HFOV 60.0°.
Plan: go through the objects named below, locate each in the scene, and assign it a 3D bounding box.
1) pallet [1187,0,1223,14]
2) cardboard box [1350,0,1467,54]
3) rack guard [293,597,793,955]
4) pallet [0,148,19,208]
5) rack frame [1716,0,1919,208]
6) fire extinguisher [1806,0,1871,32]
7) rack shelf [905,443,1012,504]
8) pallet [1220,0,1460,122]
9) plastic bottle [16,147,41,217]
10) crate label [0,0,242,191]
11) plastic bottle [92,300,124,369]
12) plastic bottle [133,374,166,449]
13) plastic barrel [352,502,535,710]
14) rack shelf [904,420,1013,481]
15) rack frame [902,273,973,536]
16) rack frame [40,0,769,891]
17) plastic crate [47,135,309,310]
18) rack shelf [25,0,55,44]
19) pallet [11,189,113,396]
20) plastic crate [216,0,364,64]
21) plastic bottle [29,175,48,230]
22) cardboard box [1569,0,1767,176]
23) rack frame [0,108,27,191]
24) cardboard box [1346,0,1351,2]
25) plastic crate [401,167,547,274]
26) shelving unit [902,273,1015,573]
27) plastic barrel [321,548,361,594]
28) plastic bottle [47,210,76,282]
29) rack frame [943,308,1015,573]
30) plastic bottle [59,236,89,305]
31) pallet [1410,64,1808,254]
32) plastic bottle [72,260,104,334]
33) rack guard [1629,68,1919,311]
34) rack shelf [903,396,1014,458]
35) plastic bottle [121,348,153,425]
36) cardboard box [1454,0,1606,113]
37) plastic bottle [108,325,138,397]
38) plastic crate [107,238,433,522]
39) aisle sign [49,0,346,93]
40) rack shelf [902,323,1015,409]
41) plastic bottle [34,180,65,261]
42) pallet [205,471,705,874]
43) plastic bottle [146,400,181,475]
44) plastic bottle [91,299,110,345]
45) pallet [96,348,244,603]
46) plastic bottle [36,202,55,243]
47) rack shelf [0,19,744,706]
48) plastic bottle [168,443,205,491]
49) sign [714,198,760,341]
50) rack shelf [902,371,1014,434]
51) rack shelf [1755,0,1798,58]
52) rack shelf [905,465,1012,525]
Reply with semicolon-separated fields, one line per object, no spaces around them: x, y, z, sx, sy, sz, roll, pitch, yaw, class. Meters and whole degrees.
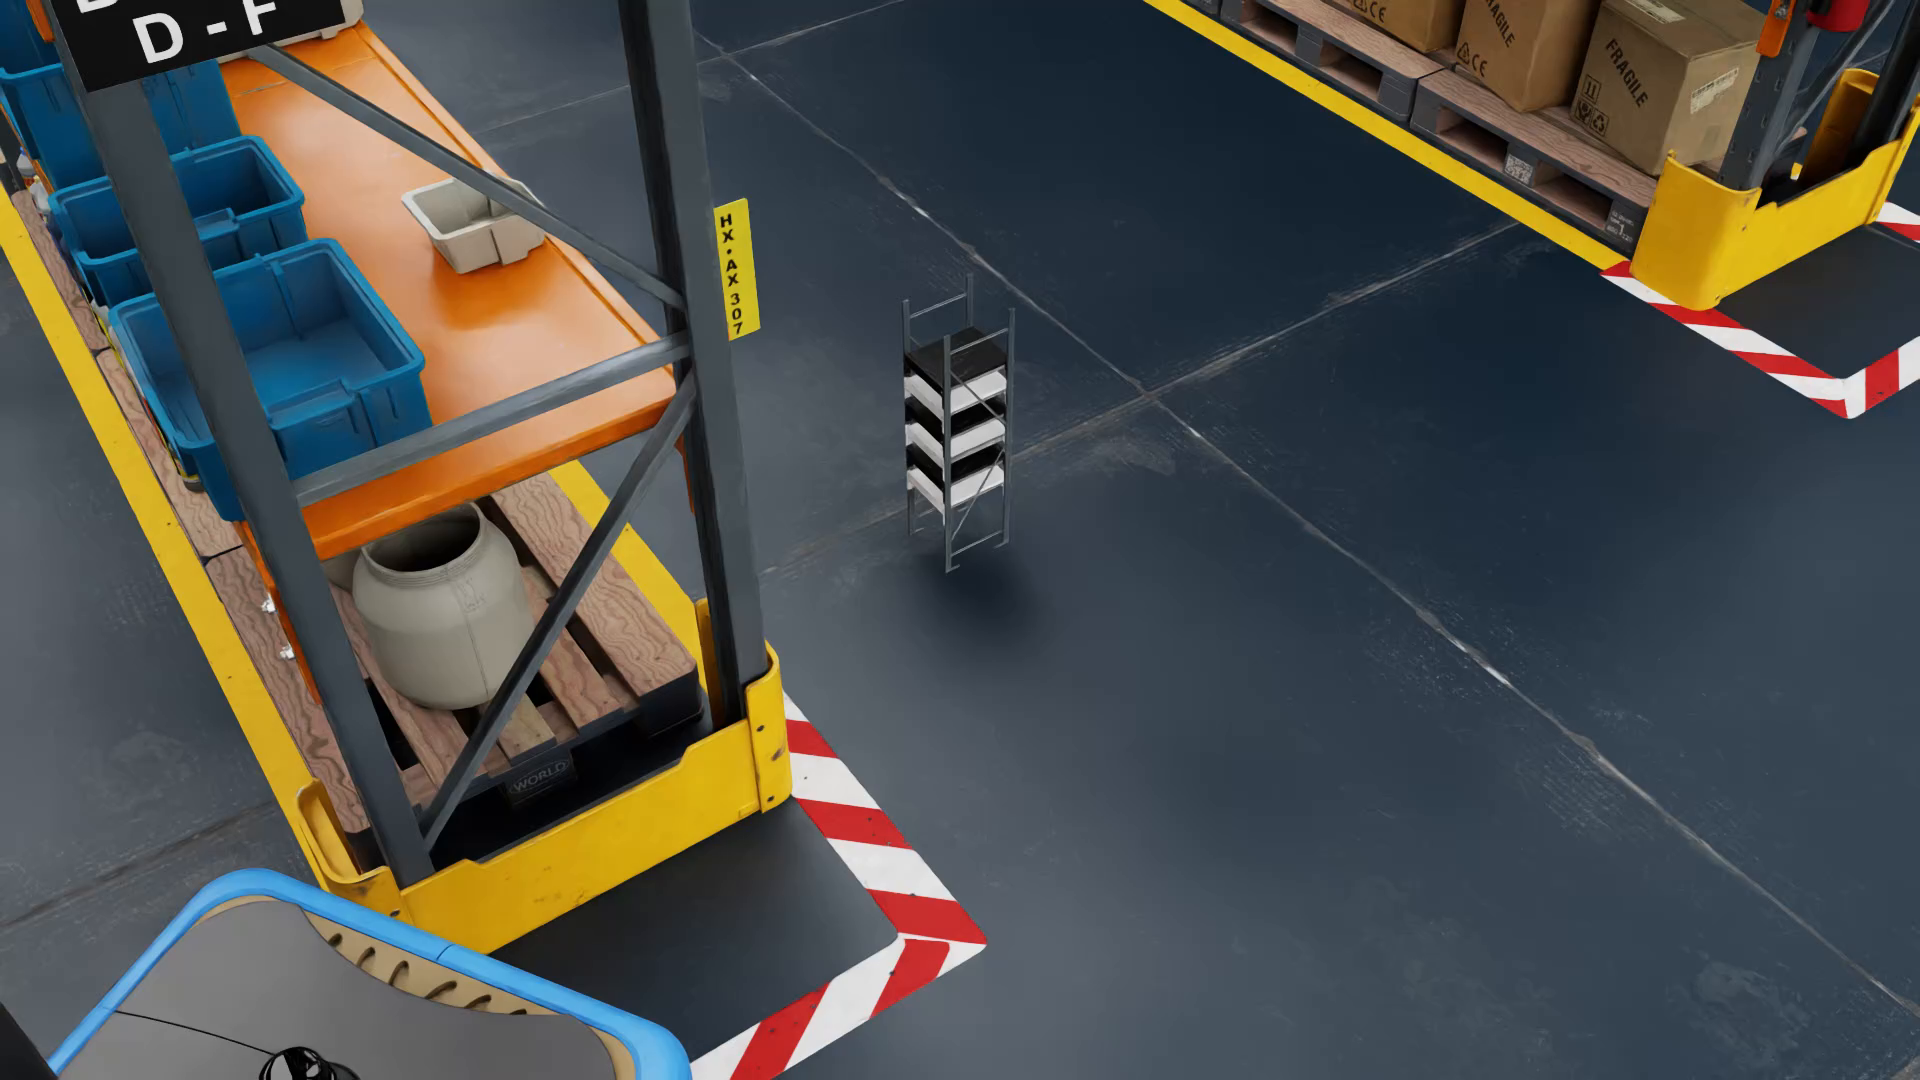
1.260;-3.088;8.331;1.003;0.211;1.213;-26;49;-24;pallet
2.079;-2.492;7.195;0.500;0.500;0.500;-21;48;-21;cardboard box
-1.009;0.639;4.219;1.175;0.500;0.348;-26;49;-24;rack guard
-3.696;-1.927;7.116;1.003;0.211;1.213;-26;49;-24;pallet
3.136;-2.197;5.379;1.000;3.000;0.127;-26;49;-24;rack frame
2.823;-1.922;5.147;0.296;0.674;0.183;-26;49;-24;fire extinguisher
-0.005;-0.241;5.029;0.258;0.077;0.200;-26;49;-24;rack shelf
1.962;-2.396;7.607;1.003;0.211;1.213;-26;49;-24;pallet
-3.392;-1.325;6.123;0.097;0.271;0.097;0;44;0;plastic bottle
-2.202;-1.189;4.298;0.502;0.435;0.616;-26;49;-24;crate label
-2.743;-0.738;5.451;0.144;0.351;0.185;-26;49;-25;plastic bottle
-2.459;-0.435;5.187;0.152;0.276;0.135;-25;49;-24;plastic bottle
-1.366;0.165;4.403;0.421;0.512;0.421;0;44;0;plastic barrel
-0.005;-0.306;4.967;0.258;0.077;0.200;-26;49;-24;rack shelf
-0.063;-0.388;5.004;0.240;0.900;0.006;-26;49;-24;rack frame
-0.927;-0.241;3.330;1.000;3.000;0.127;-26;49;-24;rack frame
-1.825;-0.722;3.942;0.499;0.251;0.408;-26;49;-24;plastic crate
-2.071;-2.198;3.729;1.077;0.370;4.000;-26;49;-24;rack shelf
-2.865;-1.101;6.250;1.003;0.211;1.213;-26;49;-24;pallet
-2.079;-1.591;4.935;0.530;0.136;0.437;-26;49;-24;plastic crate
-3.334;-1.242;6.086;0.097;0.201;0.097;0;44;0;plastic bottle
2.792;-1.805;6.475;0.500;0.500;0.500;-17;46;-17;cardboard box
-3.215;-2.506;5.703;1.000;3.000;0.127;-26;49;-24;rack frame
1.797;-2.826;7.544;0.500;0.500;0.500;-30;51;-28;cardboard box
-1.175;-0.779;4.085;0.298;0.136;0.250;-26;49;-24;plastic crate
-0.005;-0.330;4.944;0.258;0.900;0.210;-26;49;-24;shelving unit
-1.653;-0.119;4.700;0.421;0.512;0.421;0;44;0;plastic barrel
-3.094;-1.086;5.815;0.144;0.351;0.185;-24;49;-23;plastic bottle
0.054;-0.273;4.884;0.240;0.900;0.006;-26;49;-24;rack frame
-2.986;-0.979;5.703;0.144;0.351;0.185;-28;50;-26;plastic bottle
2.656;-1.706;6.884;1.003;0.211;1.213;-26;49;-24;pallet
-2.926;-0.845;5.611;0.061;0.283;0.133;-24;48;-23;plastic bottle
3.092;-1.336;6.288;1.175;0.500;0.348;-26;49;-24;rack guard
-0.005;-0.371;4.905;0.258;0.077;0.200;-26;49;-24;rack shelf
-2.538;-0.514;5.270;0.152;0.276;0.135;-27;50;-25;plastic bottle
2.422;-2.130;6.815;0.500;0.500;0.500;-14;45;-14;cardboard box
-2.636;-0.633;5.341;0.144;0.351;0.185;-24;49;-23;plastic bottle
-1.459;-0.352;3.554;0.499;0.251;0.616;-26;49;-24;plastic crate
-1.129;-1.023;2.266;0.394;0.787;0.004;-26;49;-24;aisle sign
-0.005;-0.501;4.781;0.258;0.077;0.200;-26;49;-24;rack shelf
-3.185;-1.154;5.941;0.152;0.276;0.135;-24;49;-23;plastic bottle
-1.469;0.281;4.802;1.003;0.211;1.213;-26;49;-24;pallet
-2.419;-0.343;5.086;0.061;0.283;0.133;-25;49;-24;plastic bottle
-2.843;-0.755;5.577;0.097;0.201;0.097;0;44;0;plastic bottle
-2.163;-0.409;5.526;1.003;0.211;1.213;-26;49;-24;pallet
-3.276;-1.184;6.026;0.097;0.201;0.097;0;44;0;plastic bottle
-2.071;-1.113;4.765;1.077;0.370;4.000;-26;49;-24;rack shelf
-2.337;-0.255;5.052;0.097;0.201;0.097;0;44;0;plastic bottle
-0.473;-0.556;3.459;0.100;0.325;0.005;-26;49;-24;sign
-0.005;-0.436;4.843;0.258;0.077;0.200;-26;49;-24;rack shelf
1.991;-3.070;6.814;1.077;0.370;4.000;-26;49;-24;rack shelf
-0.005;-0.176;5.091;0.258;0.077;0.200;-26;49;-24;rack shelf
